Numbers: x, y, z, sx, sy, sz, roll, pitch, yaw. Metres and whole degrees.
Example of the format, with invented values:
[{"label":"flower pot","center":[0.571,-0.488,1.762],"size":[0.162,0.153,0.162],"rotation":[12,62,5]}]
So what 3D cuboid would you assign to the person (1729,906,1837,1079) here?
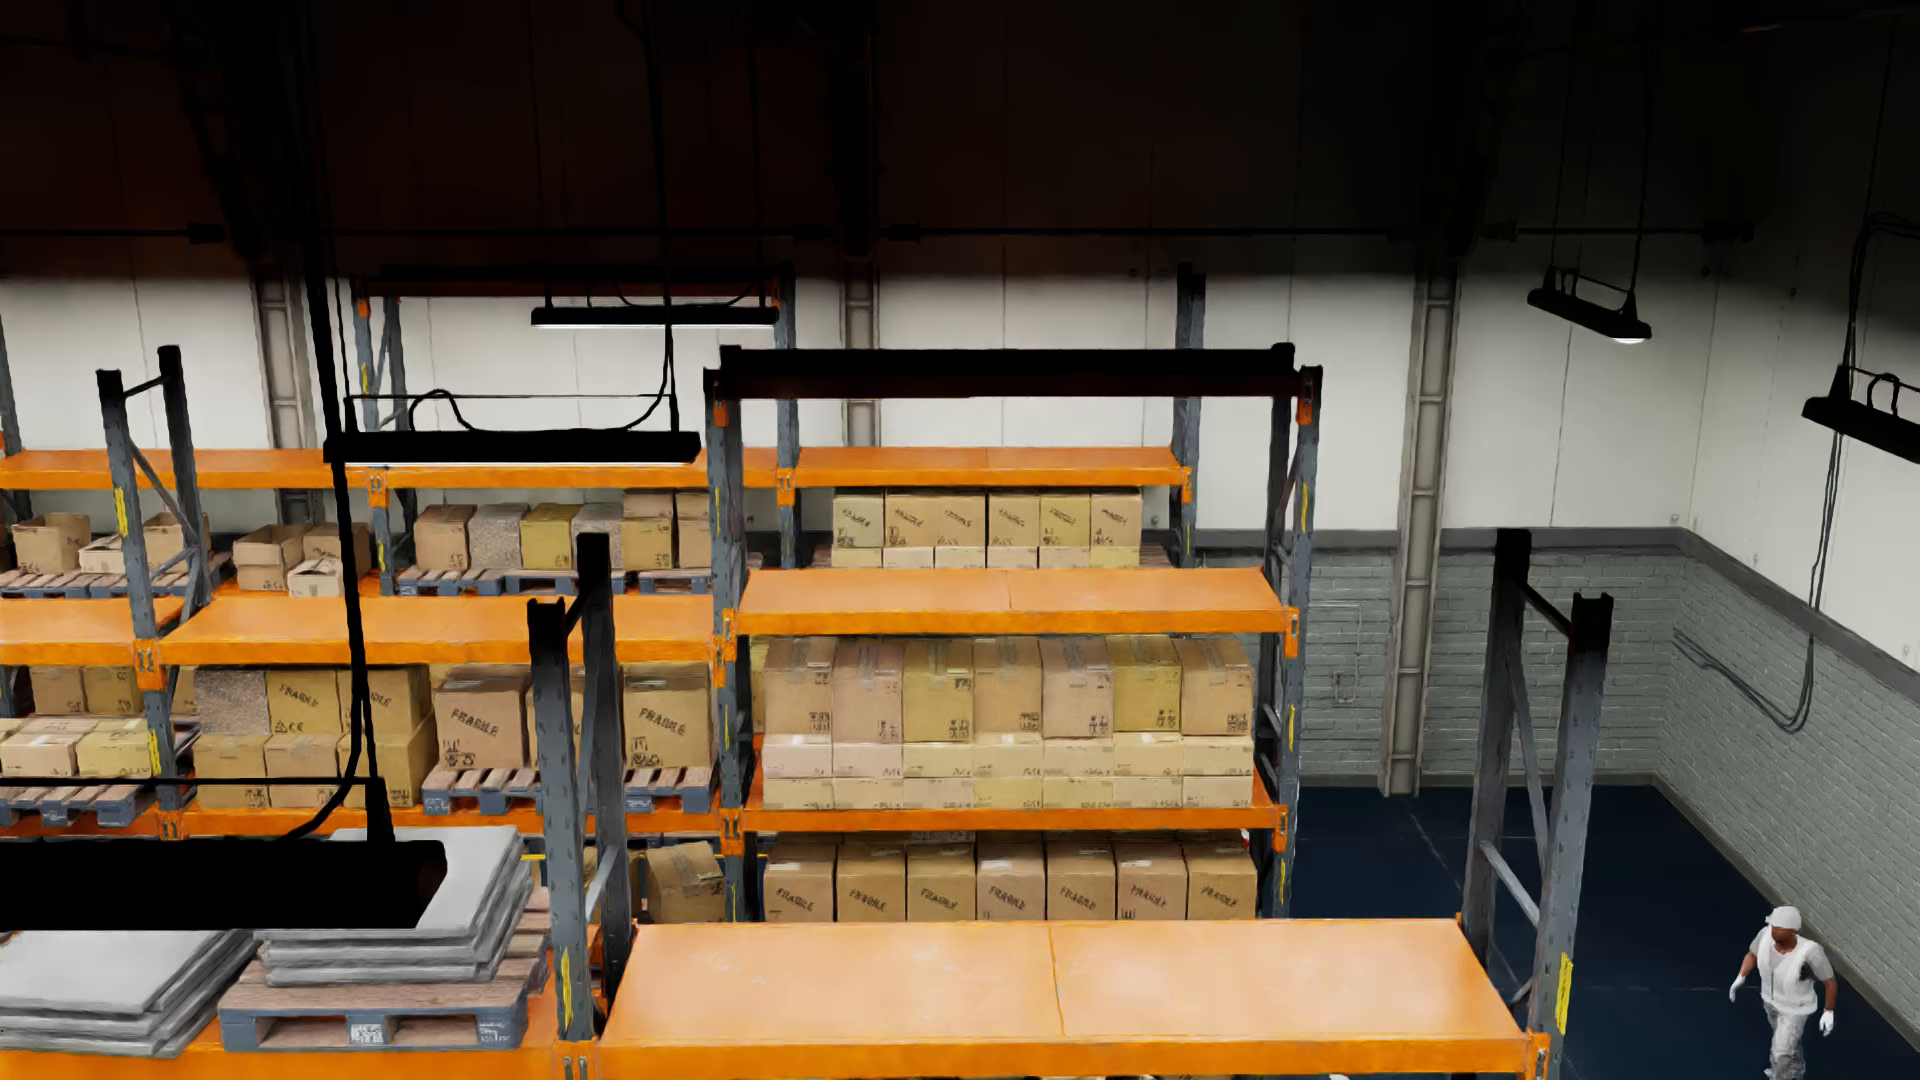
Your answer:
[{"label":"person","center":[6.481,3.616,13.015],"size":[0.849,1.702,0.701],"rotation":[-5,17,-17]}]
